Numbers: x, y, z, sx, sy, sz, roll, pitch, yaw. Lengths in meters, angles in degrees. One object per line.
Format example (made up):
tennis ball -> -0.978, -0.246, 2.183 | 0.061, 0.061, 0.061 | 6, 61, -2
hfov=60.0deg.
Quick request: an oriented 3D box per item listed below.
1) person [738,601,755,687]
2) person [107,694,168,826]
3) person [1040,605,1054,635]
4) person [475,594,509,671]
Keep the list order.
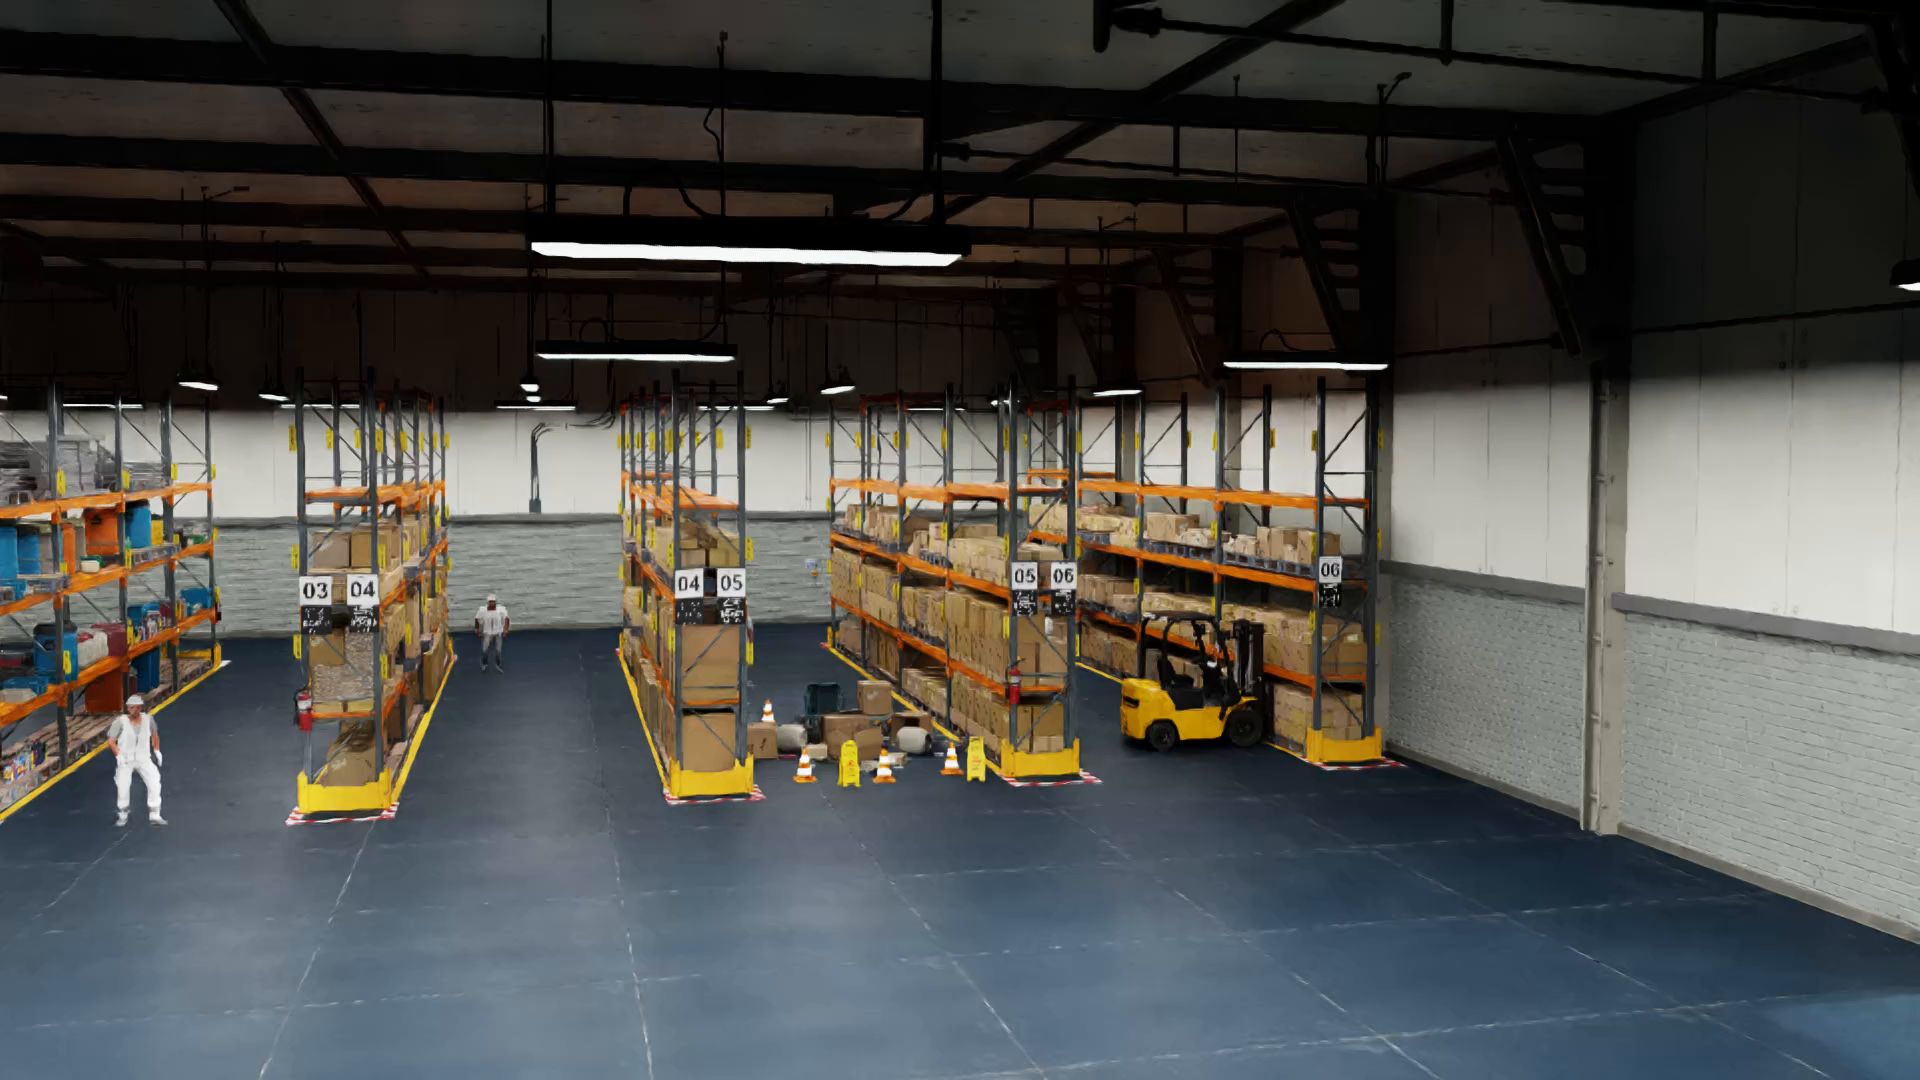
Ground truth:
person -> -4.375, 2.077, 33.798 | 0.618, 1.783, 0.457 | 3, 5, 44
person -> -10.666, 2.846, 21.509 | 0.667, 1.731, 0.750 | -2, 4, -36
person -> 1.710, 2.157, 33.525 | 0.545, 1.664, 0.574 | 1, 4, 14
person -> -10.138, 2.005, 36.022 | 0.719, 1.714, 0.576 | -1, 4, -16
